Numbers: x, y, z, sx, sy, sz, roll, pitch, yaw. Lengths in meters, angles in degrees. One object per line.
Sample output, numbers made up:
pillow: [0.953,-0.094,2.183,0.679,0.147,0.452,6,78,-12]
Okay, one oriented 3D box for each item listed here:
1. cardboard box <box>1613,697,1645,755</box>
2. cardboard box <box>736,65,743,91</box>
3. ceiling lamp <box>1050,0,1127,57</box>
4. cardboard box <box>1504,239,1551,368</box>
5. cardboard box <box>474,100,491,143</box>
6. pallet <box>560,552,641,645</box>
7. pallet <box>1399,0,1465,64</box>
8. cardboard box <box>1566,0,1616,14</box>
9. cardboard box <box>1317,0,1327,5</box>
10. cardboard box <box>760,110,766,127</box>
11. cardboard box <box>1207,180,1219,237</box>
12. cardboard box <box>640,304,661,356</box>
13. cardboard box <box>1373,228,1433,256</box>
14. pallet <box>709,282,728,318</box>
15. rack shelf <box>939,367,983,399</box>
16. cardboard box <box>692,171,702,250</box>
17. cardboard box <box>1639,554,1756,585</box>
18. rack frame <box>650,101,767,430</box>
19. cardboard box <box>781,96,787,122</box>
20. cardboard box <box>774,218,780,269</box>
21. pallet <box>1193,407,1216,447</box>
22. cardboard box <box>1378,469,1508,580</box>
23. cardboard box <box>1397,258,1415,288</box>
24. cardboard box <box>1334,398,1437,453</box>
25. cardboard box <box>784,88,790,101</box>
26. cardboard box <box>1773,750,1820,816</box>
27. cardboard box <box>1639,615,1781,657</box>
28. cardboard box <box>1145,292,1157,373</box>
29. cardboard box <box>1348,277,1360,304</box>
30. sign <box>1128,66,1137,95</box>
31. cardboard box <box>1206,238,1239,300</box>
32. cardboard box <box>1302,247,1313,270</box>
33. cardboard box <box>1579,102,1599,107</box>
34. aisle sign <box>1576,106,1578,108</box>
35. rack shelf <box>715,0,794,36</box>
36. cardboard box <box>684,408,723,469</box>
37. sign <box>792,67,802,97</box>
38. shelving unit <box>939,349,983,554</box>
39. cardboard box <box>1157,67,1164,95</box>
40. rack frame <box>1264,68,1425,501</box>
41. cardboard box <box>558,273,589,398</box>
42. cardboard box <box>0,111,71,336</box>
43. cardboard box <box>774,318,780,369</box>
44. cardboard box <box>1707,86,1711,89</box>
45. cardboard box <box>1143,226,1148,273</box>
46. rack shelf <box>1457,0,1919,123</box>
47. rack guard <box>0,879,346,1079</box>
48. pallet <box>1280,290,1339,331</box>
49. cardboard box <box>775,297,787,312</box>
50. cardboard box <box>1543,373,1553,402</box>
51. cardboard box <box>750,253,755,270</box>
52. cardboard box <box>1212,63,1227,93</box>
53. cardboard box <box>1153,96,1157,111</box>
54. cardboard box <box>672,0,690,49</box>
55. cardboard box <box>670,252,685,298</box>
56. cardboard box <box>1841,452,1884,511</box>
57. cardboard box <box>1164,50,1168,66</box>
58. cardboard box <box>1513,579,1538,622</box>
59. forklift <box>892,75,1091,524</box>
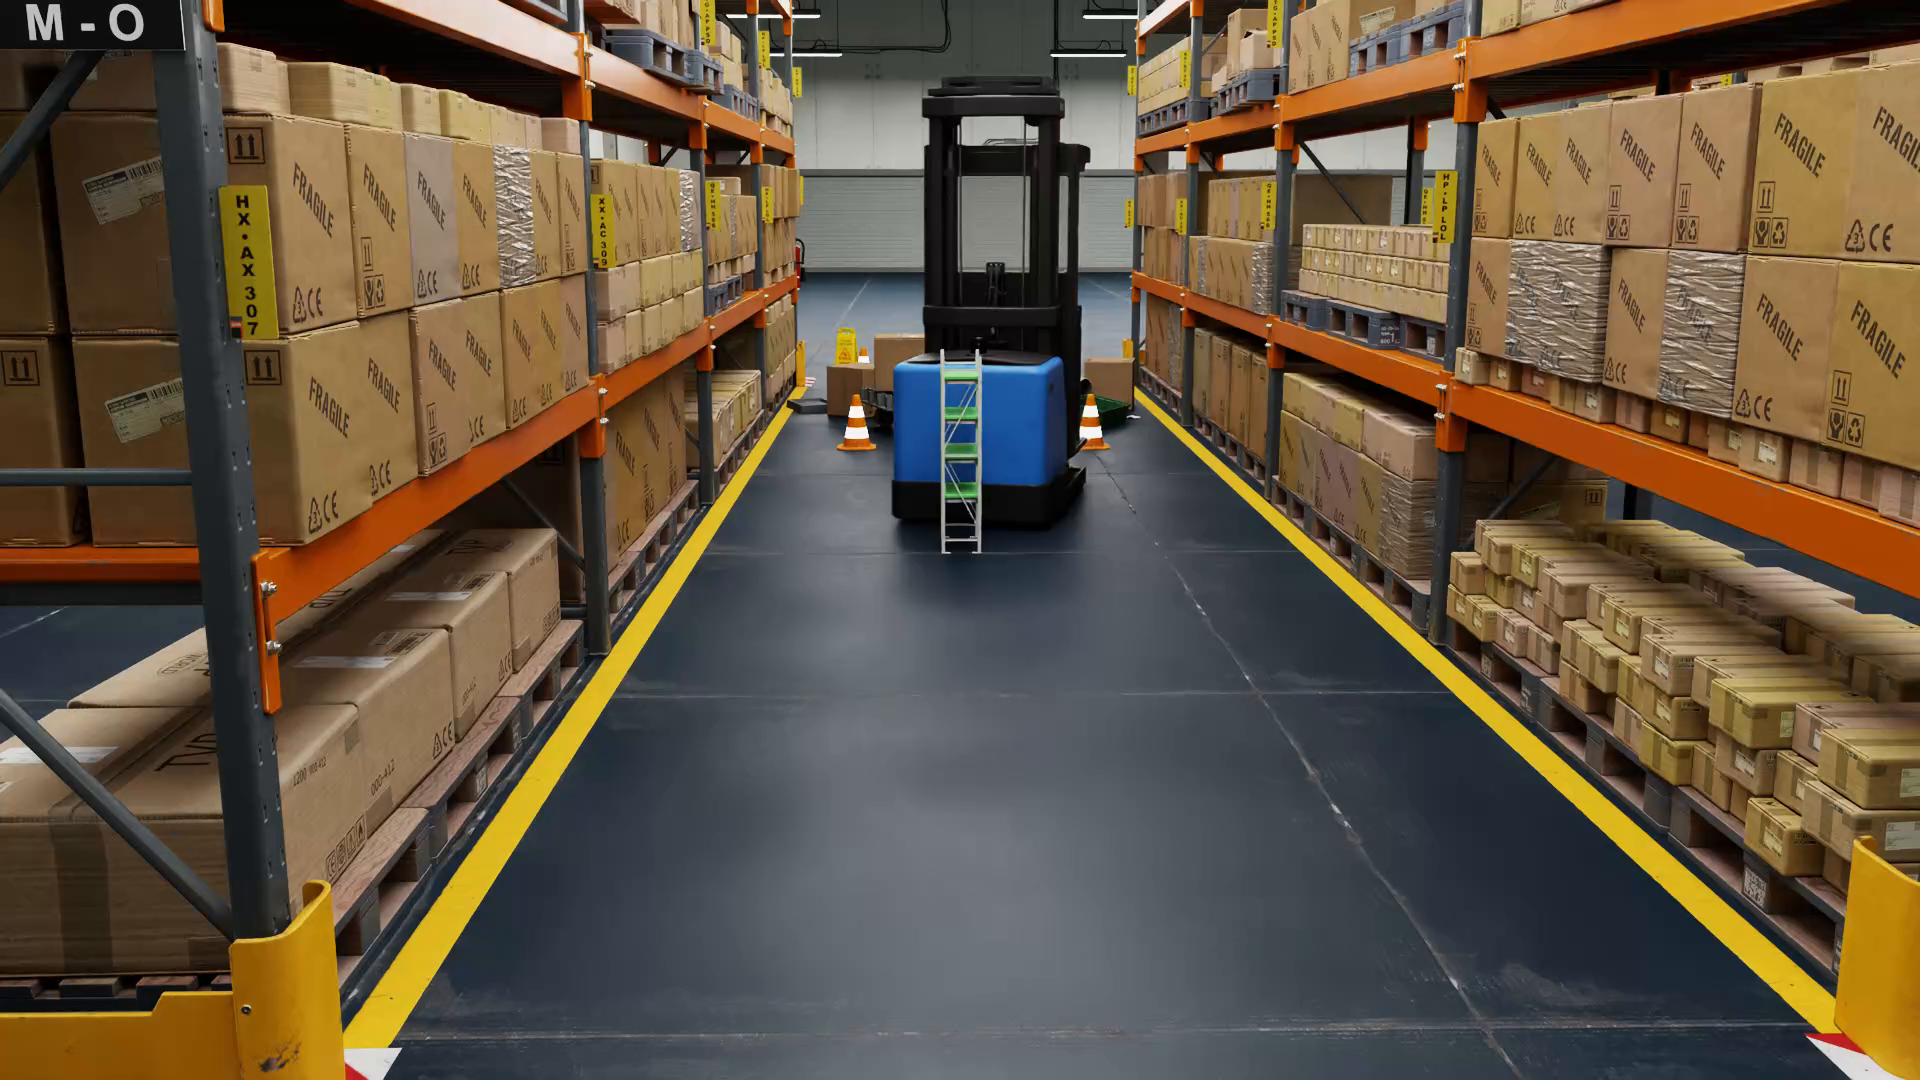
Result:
cardboard box: [2.550,0.660,5.878,0.380,0.149,0.250,0,11,0]
cardboard box: [-2.171,-4.002,14.520,0.500,0.250,0.500,0,11,-2]
ceiling lamp: [3.337,-14.193,43.206,2.000,3.185,0.800,0,11,-1]
cardboard box: [2.560,-0.963,6.760,0.500,0.500,0.500,0,11,-1]
cardboard box: [-1.875,-1.468,5.852,0.380,0.149,0.250,0,11,-2]
pallet: [-2.254,0.288,8.607,1.003,0.211,1.213,0,11,-1]
pallet: [2.878,-2.467,8.102,1.213,0.211,1.003,0,11,-1]
cardboard box: [2.540,-2.066,6.031,0.500,0.250,0.500,0,11,1]
cardboard box: [2.445,-3.471,10.403,0.396,0.266,0.258,0,11,-1]
cardboard box: [-2.037,-3.978,15.709,0.380,0.149,0.250,0,11,-1]
cardboard box: [2.635,-2.996,15.018,0.700,0.500,0.500,0,11,-2]
cardboard box: [-1.915,-1.145,9.036,0.500,0.250,0.500,0,11,-2]
cardboard box: [2.554,-1.678,9.365,0.380,0.149,0.250,-1,11,-4]
pallet: [-2.367,-1.768,12.210,1.213,0.211,1.003,0,11,-1]
rack shelf: [0.003,-0.963,10.195,0.258,0.148,0.480,0,11,-1]
cardboard box: [-1.973,-2.158,10.884,0.500,0.500,0.500,-1,11,-3]
cardboard box: [3.036,0.156,6.865,0.380,0.149,0.250,0,11,1]
rack frame: [-2.328,-2.516,15.414,1.000,3.000,0.127,0,11,-1]
cardboard box: [-2.106,-4.549,17.523,0.500,0.250,0.500,0,11,0]
cardboard box: [-2.090,-2.998,16.795,0.500,0.500,0.500,0,11,-2]
pallet: [2.710,-1.036,15.136,1.003,0.211,1.213,0,11,-1]
cardboard box: [2.517,-0.093,8.702,0.500,0.500,0.500,0,11,-2]
cardboard box: [2.559,-1.428,8.883,0.380,0.149,0.250,-1,11,-3]
cardboard box: [2.493,-0.668,9.653,0.500,0.250,0.500,-1,11,-4]
cardboard box: [-2.109,-4.982,18.655,0.380,0.149,0.250,0,11,-1]
cardboard box: [2.619,0.719,4.836,0.380,0.149,0.250,-1,11,-2]
cardboard box: [2.624,0.366,5.828,0.380,0.149,0.250,-1,11,-3]
cardboard box: [2.616,-2.381,19.039,0.875,0.875,0.875,0,11,-1]
cardboard box: [2.538,-1.490,9.936,0.380,0.149,0.250,0,11,0]
sign: [1.981,-5.287,19.134,0.100,0.325,0.005,0,11,-1]
cardboard box: [2.379,-2.300,14.098,0.500,0.500,0.500,0,11,-1]
cardboard box: [2.511,-1.892,11.170,0.380,0.149,0.250,0,11,1]
cardboard box: [7.180,-4.836,18.681,0.380,0.149,0.250,0,11,0]
aisle sign: [7.196,-4.636,19.330,0.394,0.787,0.004,0,11,-1]
rack shelf: [-2.370,-5.499,16.849,1.077,0.370,4.000,0,11,-1]
cardboard box: [-2.247,-0.751,12.268,0.950,0.372,0.625,-1,12,-5]
sign: [-1.856,-5.213,18.939,0.100,0.325,0.005,0,11,-1]
shelving unit: [0.003,-0.555,10.278,0.258,1.200,0.503,0,11,-1]
cardboard box: [2.322,-4.750,17.207,0.500,0.250,0.500,0,11,-1]
rack frame: [2.701,-1.761,11.694,1.000,3.000,0.127,0,11,-1]
cardboard box: [-1.898,-0.883,7.116,0.500,0.500,0.500,0,11,-1]
cardboard box: [-2.328,-0.764,4.014,0.500,0.500,0.500,0,11,1]
cardboard box: [-2.093,-1.966,16.679,0.500,0.500,0.500,0,11,1]
cardboard box: [7.370,-4.265,15.868,0.380,0.149,0.250,0,11,-1]
cardboard box: [2.589,-3.351,19.155,0.875,0.550,0.550,0,11,-1]
rack shelf: [2.825,-1.686,5.588,1.077,0.370,4.000,0,11,-1]
rack guard: [-2.080,1.100,3.881,1.175,0.500,0.348,0,11,-1]
pallet: [2.822,-1.526,11.017,1.213,0.211,1.003,0,11,-1]
cardboard box: [-2.053,-2.521,17.783,0.380,0.149,0.250,0,11,1]
cardboard box: [2.600,-0.627,6.737,0.380,0.149,0.250,-1,11,-4]
cardboard box: [-2.042,-2.497,14.899,0.380,0.149,0.250,0,11,0]
cardboard box: [2.381,-4.094,14.680,0.258,0.266,0.396,0,11,-2]
cardboard box: [2.249,-4.632,17.629,0.380,0.149,0.250,0,11,-2]
cardboard box: [-2.035,-3.249,10.179,0.700,0.500,0.500,-1,11,-4]
cardboard box: [-1.936,-1.593,9.987,0.500,0.250,0.500,-1,11,-3]
cardboard box: [2.610,-0.161,4.439,0.380,0.149,0.250,0,11,-1]
cardboard box: [2.267,-4.871,16.798,0.380,0.149,0.250,0,11,-2]
cardboard box: [2.607,0.251,7.141,0.380,0.149,0.250,0,11,-1]
forklift: [0.337,-1.791,12.017,1.130,2.935,3.031,2,12,11]
